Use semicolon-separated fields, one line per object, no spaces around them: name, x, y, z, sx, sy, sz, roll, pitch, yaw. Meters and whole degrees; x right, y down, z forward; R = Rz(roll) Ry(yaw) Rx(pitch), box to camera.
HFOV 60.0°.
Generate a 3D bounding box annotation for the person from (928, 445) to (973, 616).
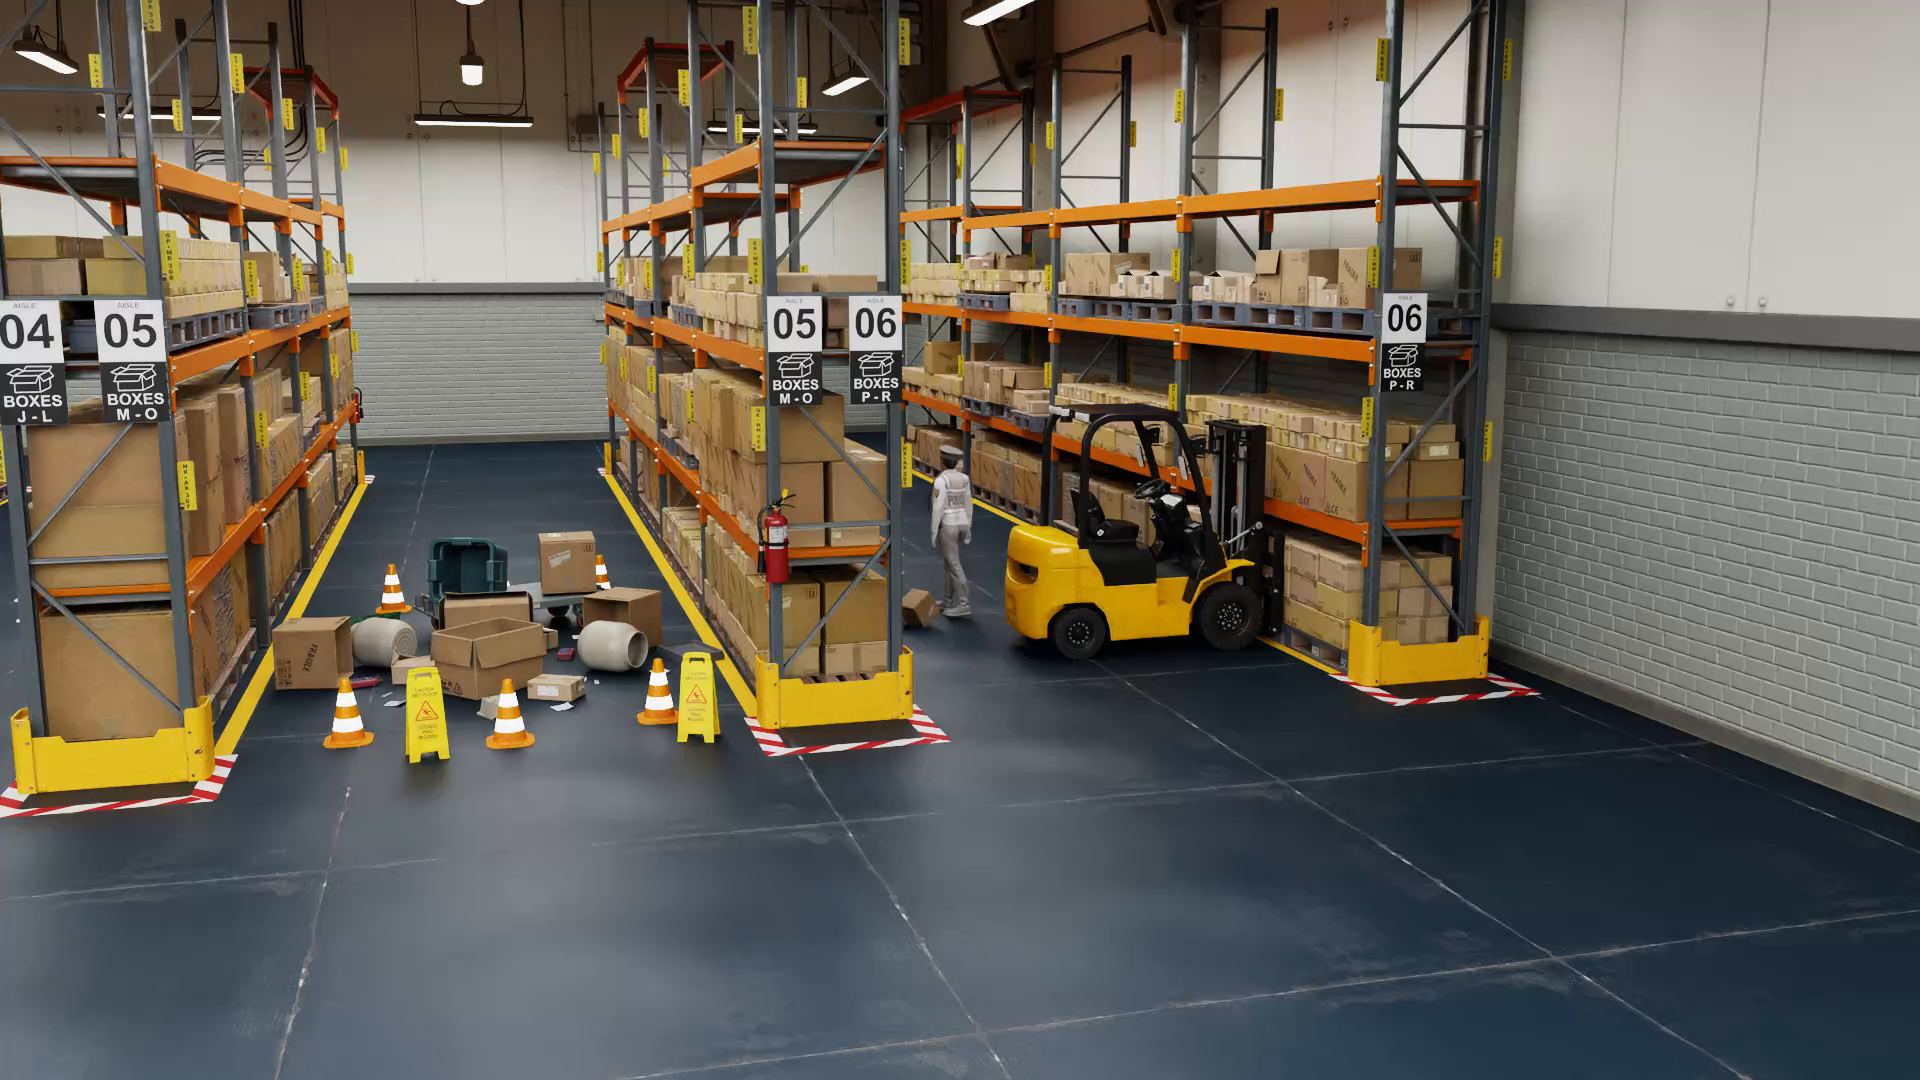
person;-0.084;-0.097;16.413;0.598;1.660;0.529;7;12;37
